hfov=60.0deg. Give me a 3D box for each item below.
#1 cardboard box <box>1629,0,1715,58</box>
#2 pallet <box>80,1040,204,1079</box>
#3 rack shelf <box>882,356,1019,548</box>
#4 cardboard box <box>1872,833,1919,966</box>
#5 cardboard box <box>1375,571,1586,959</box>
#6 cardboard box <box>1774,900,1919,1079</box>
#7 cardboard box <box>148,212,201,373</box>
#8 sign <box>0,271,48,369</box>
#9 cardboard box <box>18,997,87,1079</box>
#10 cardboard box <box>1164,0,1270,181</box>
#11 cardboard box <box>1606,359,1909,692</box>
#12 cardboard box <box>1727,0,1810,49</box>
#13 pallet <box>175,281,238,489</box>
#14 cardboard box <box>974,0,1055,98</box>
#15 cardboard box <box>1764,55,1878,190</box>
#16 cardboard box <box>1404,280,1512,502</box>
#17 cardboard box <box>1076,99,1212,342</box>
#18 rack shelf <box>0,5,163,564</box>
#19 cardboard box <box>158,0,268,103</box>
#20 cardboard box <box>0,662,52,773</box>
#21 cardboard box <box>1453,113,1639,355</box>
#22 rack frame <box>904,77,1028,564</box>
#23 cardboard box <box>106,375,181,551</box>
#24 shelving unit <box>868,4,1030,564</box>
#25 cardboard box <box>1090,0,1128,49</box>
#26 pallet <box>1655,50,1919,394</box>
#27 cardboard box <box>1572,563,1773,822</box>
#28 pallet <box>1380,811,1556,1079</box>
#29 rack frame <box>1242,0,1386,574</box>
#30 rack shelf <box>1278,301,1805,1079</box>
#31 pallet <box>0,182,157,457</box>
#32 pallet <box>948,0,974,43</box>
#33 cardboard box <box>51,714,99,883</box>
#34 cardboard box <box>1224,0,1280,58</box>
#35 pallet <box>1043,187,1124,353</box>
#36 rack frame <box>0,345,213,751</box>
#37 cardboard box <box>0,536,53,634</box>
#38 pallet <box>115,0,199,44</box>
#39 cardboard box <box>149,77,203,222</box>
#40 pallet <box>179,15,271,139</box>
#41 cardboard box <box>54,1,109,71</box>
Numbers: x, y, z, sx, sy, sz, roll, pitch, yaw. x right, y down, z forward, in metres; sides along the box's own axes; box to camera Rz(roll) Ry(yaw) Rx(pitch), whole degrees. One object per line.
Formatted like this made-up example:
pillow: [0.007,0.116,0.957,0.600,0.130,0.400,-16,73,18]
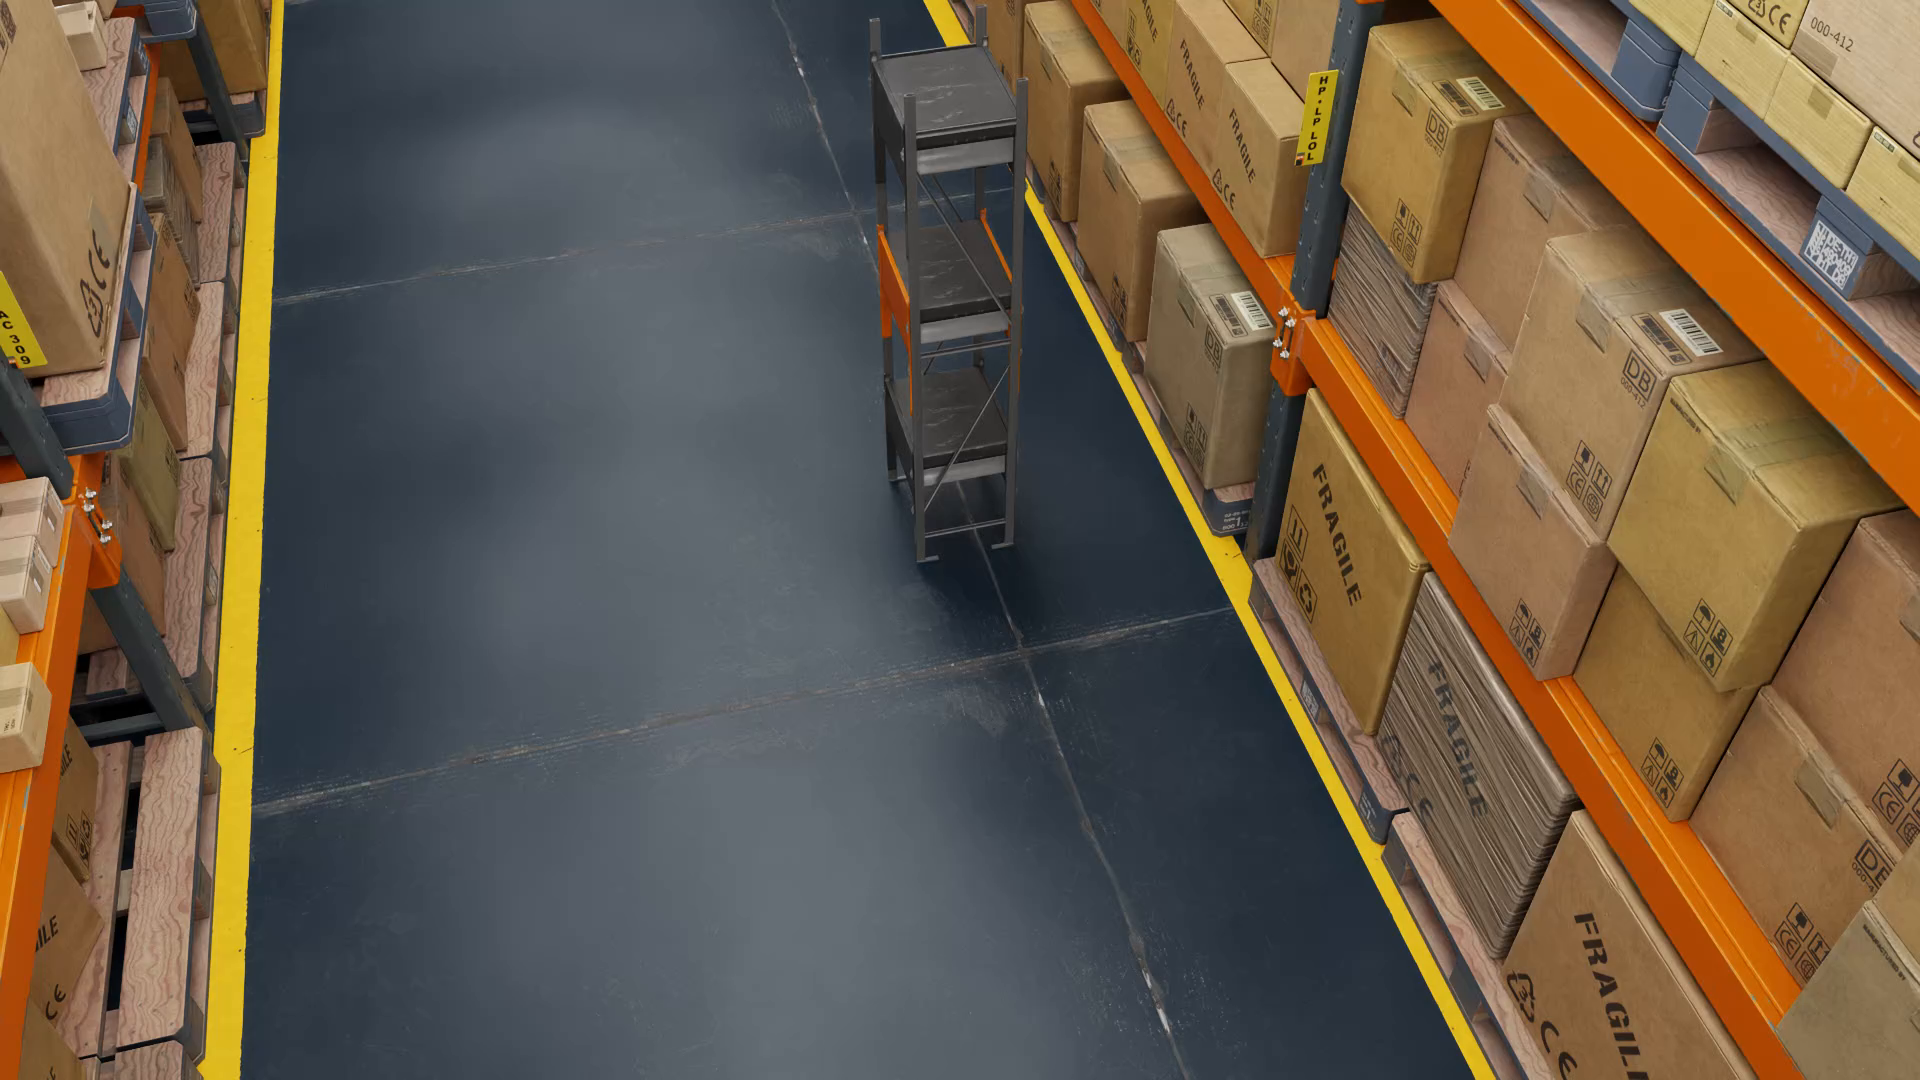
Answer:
cardboard box: [1.662,-1.168,3.506,0.380,0.149,0.250,-11,47,-11]
pallet: [-2.664,2.074,4.569,1.003,0.211,1.213,-11,47,-10]
rack shelf: [-0.042,-0.350,6.622,0.431,0.518,0.480,-11,47,-10]
cardboard box: [2.371,0.665,3.137,0.875,0.550,0.550,-11,47,-10]
cardboard box: [1.963,0.625,5.230,0.875,0.875,0.875,-10,46,-10]
cardboard box: [2.358,1.046,3.520,0.875,0.550,0.550,-11,47,-10]
cardboard box: [-3.713,-1.014,7.085,0.700,0.500,0.500,-7,46,-7]
sign: [-2.663,-0.610,4.642,0.100,0.325,0.005,-11,47,-10]
cardboard box: [-2.733,1.617,4.521,0.500,0.500,0.500,-15,47,-14]
cardboard box: [1.114,-1.735,6.280,0.500,0.500,0.500,-11,47,-11]
cardboard box: [2.098,-0.088,3.875,0.875,0.550,0.500,-11,47,-10]
cardboard box: [1.750,-1.238,3.296,0.500,0.250,0.500,-11,47,-11]
pallet: [-3.702,-0.608,7.198,1.003,0.211,1.213,-11,47,-10]
cardboard box: [0.680,-2.724,8.601,1.050,0.750,0.750,-11,47,-11]
cardboard box: [1.789,-0.820,3.165,0.380,0.149,0.250,-10,46,-10]
cardboard box: [1.904,-0.464,5.000,0.875,0.550,0.550,-11,47,-10]
cardboard box: [1.146,-1.478,7.380,1.050,0.750,0.750,-11,47,-10]
rack shelf: [-3.698,-1.332,6.459,1.077,0.370,4.000,-11,47,-10]
cardboard box: [-4.366,-2.848,8.634,1.225,0.875,0.875,-13,47,-12]
cardboard box: [-2.614,0.490,4.345,0.380,0.149,0.250,-11,47,-10]
cardboard box: [1.949,-0.851,4.623,0.875,0.550,0.550,-11,47,-10]
rack frame: [0.020,-0.681,5.947,0.400,2.100,0.015,-11,47,-10]
cardboard box: [-3.426,-0.242,6.330,0.700,0.500,0.500,-11,47,-11]
shelving unit: [-0.042,-0.849,6.112,0.431,2.100,0.503,-11,47,-10]
cardboard box: [0.852,-2.434,6.965,0.500,0.500,0.500,-11,47,-11]
pallet: [2.143,-0.651,3.250,1.003,0.211,1.213,-11,47,-10]
cardboard box: [2.161,0.278,4.273,0.875,0.550,0.500,-11,47,-10]
pallet: [2.070,1.319,5.309,1.003,0.211,1.213,-11,47,-10]
rack frame: [1.635,-1.040,5.669,1.000,3.000,0.127,-11,47,-10]
rack shelf: [2.147,0.593,4.573,1.077,0.370,4.000,-11,47,-10]
pallet: [-3.241,-0.690,5.460,1.003,0.211,1.213,-11,47,-10]
pallet: [0.412,-3.365,9.900,1.003,0.211,1.213,-11,47,-10]
cardboard box: [-3.122,0.809,5.313,0.500,0.500,0.500,-12,47,-12]
cardboard box: [1.368,-2.121,5.959,0.700,0.500,0.500,-11,47,-11]
pallet: [1.049,-1.427,8.000,1.003,0.211,1.213,-11,47,-10]
rack frame: [-3.186,-0.203,4.848,1.000,3.000,0.127,-11,47,-10]
cardboard box: [-2.792,0.154,4.675,0.380,0.149,0.250,-11,47,-10]
pallet: [-3.924,-2.425,7.160,1.213,0.211,1.003,-11,47,-10]
cardboard box: [-4.019,-1.785,7.841,0.700,0.500,0.500,-13,47,-12]
pallet: [-4.339,-2.546,9.098,1.003,0.211,1.213,-11,47,-10]
cardboard box: [-3.522,-1.962,6.373,0.396,0.266,0.258,-12,47,-11]
